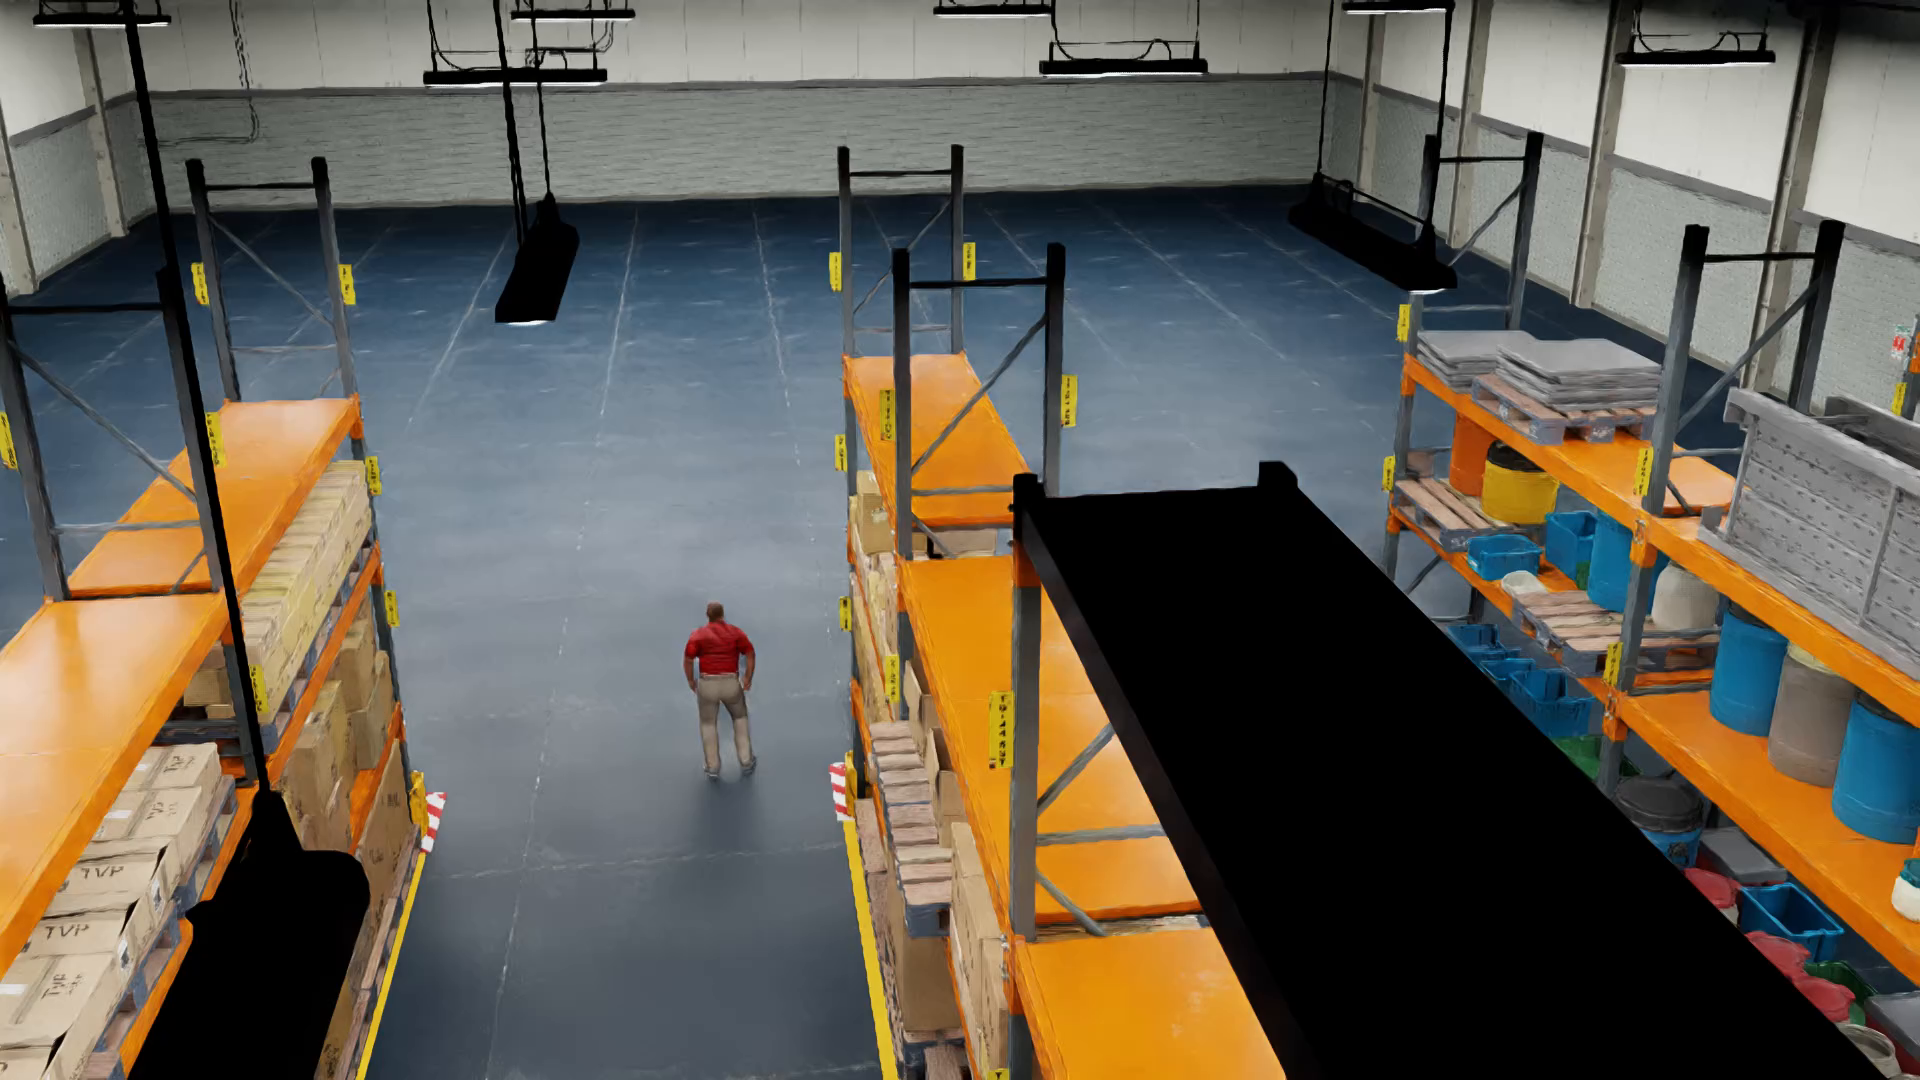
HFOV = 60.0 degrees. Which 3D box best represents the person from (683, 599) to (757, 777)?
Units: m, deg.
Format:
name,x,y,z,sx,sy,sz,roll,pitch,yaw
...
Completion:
name,x,y,z,sx,sy,sz,roll,pitch,yaw
person,-2.276,1.398,15.854,0.682,1.675,0.535,-4,22,-10
